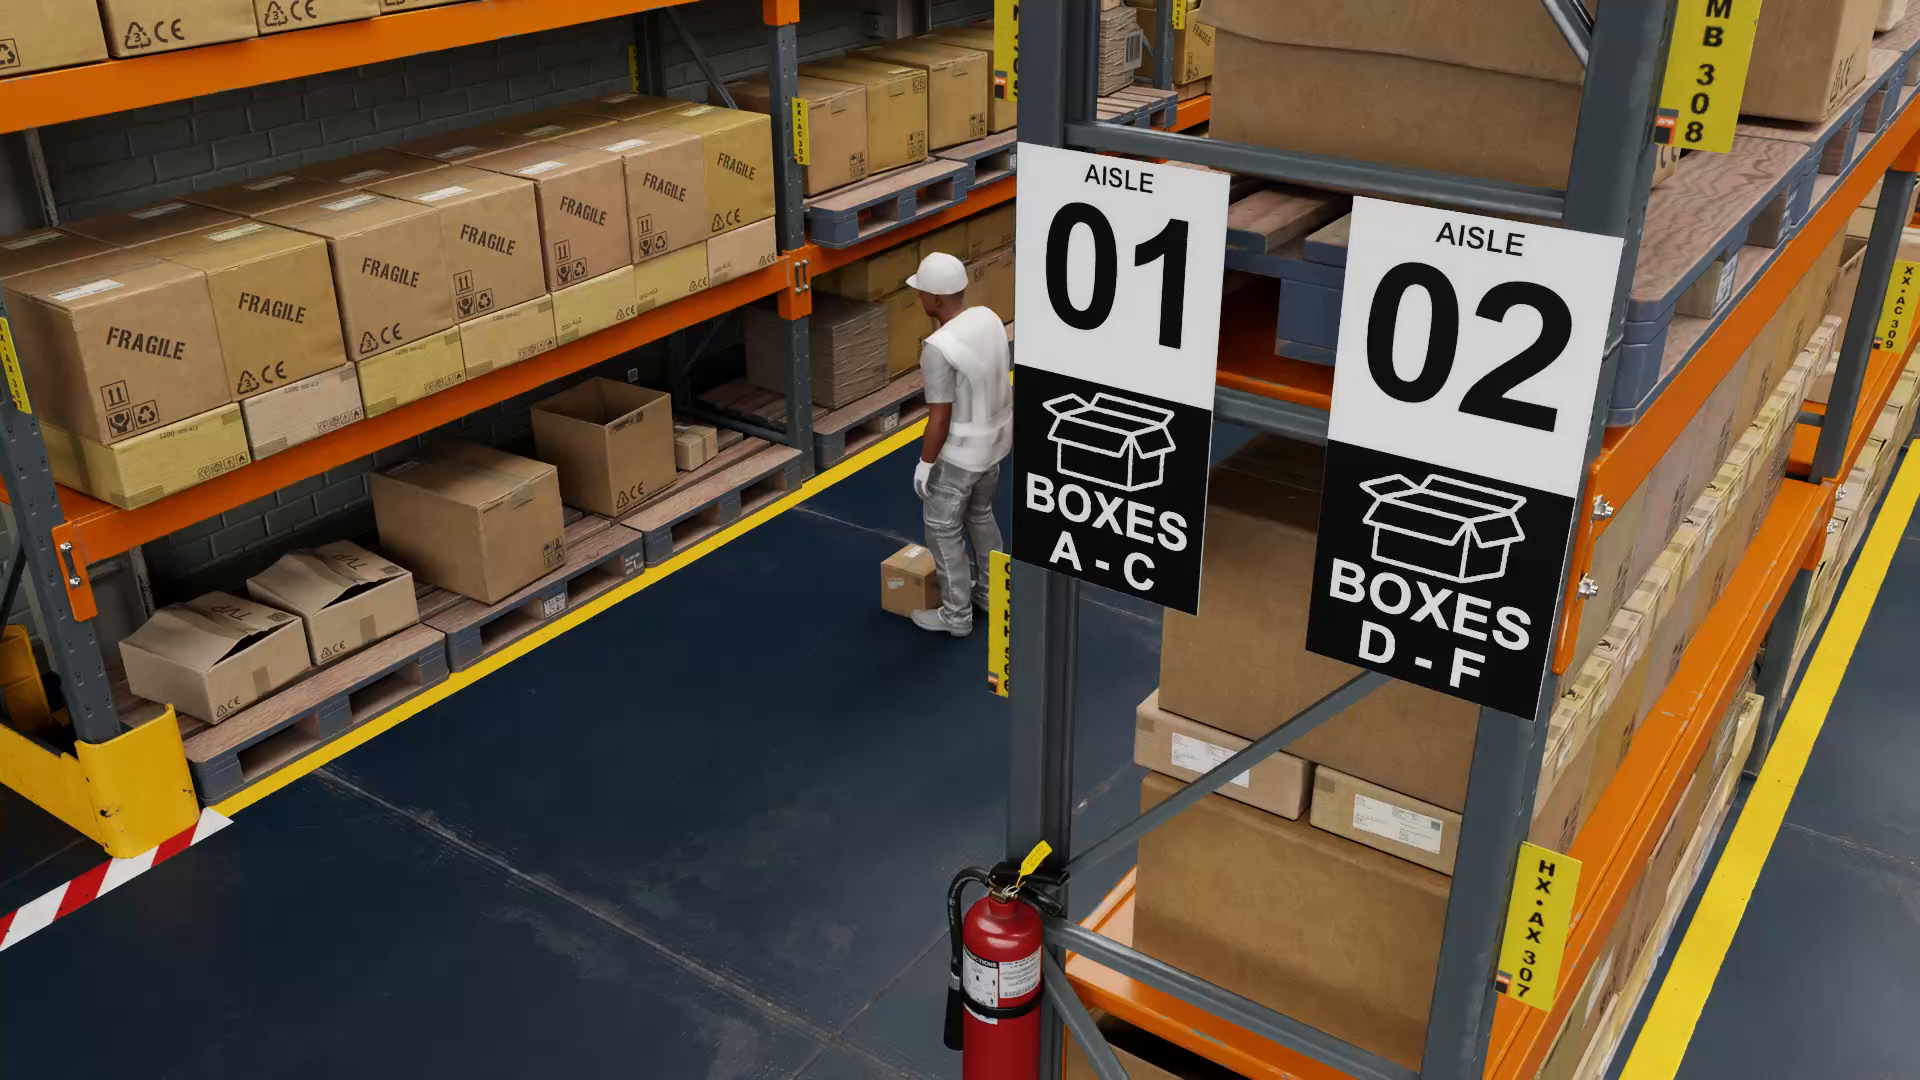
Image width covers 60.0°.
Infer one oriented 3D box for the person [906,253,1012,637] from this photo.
[{"bbox_3d":[-0.008,-0.418,7.437,0.451,1.773,0.625,15,30,27],"label":"person"}]
